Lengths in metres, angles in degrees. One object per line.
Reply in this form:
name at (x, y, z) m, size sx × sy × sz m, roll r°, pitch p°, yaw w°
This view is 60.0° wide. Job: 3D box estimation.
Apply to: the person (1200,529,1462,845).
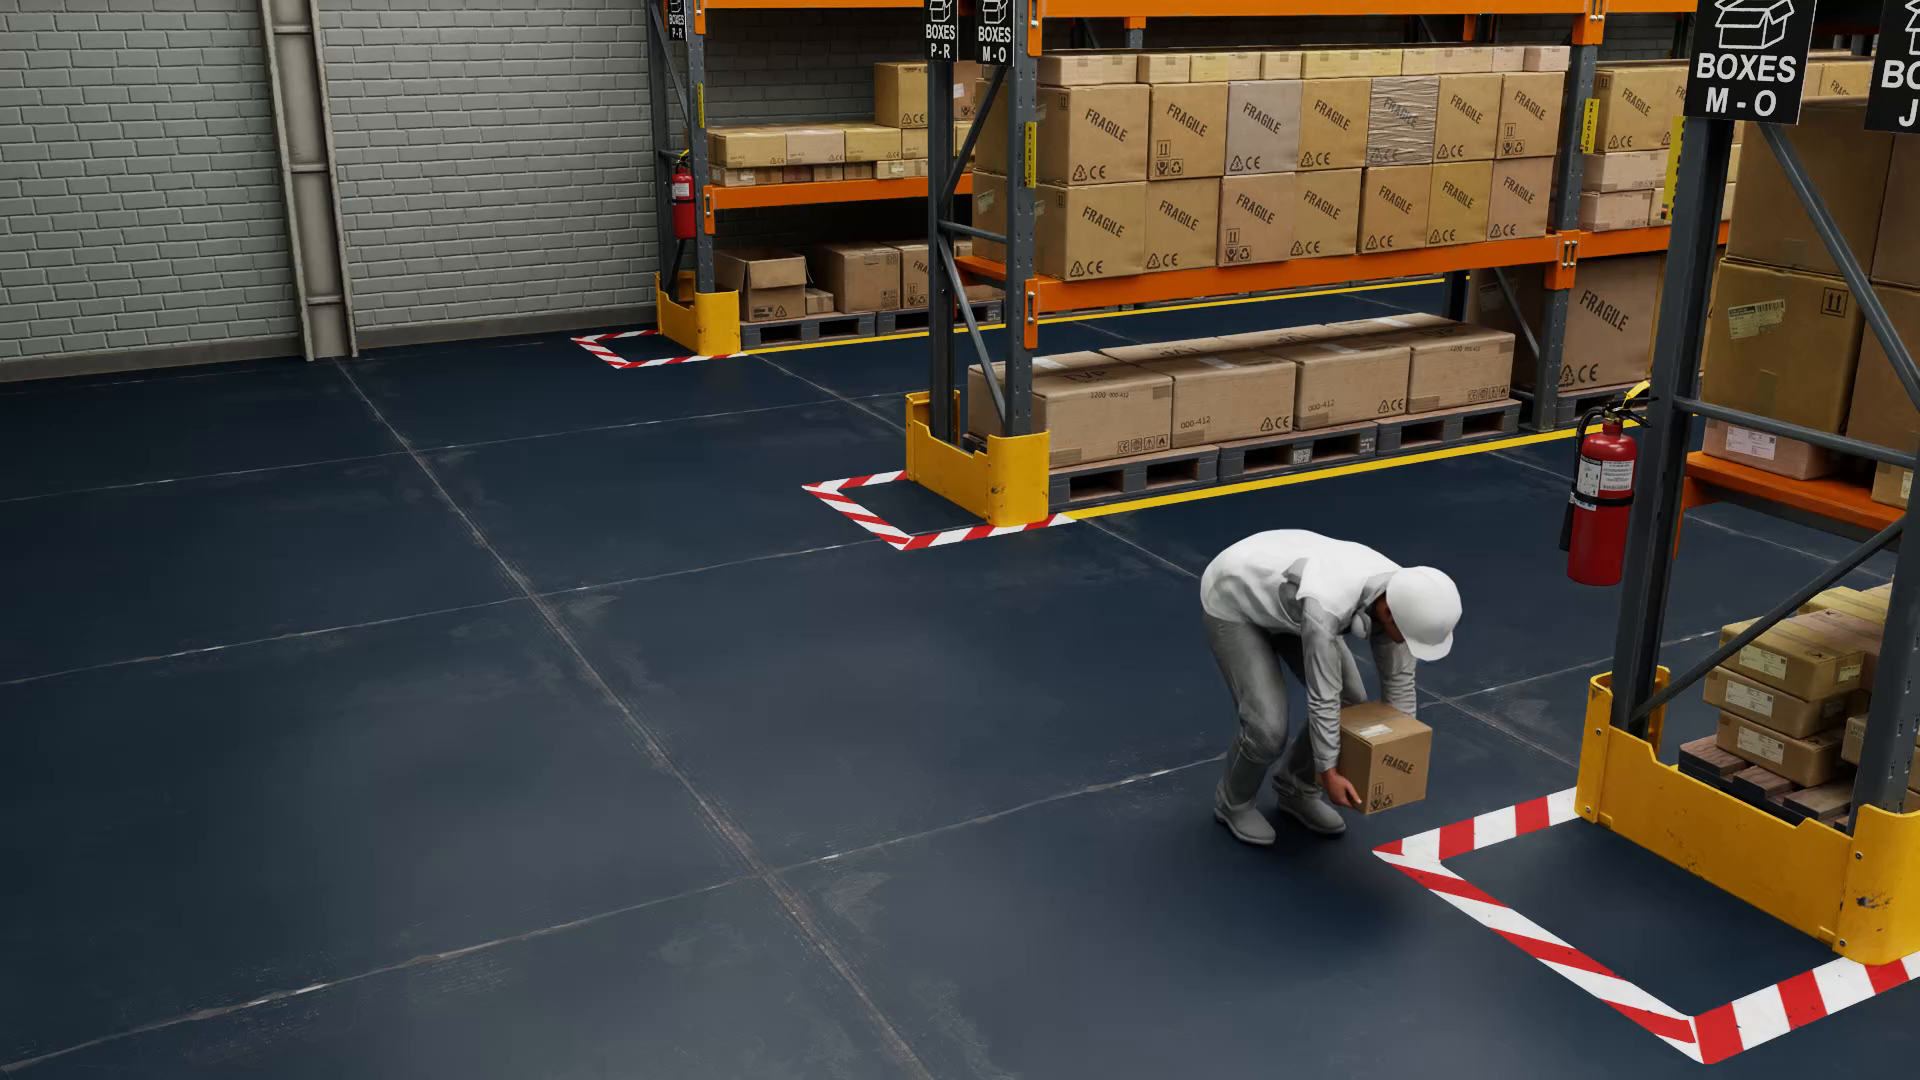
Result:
person at (1.205, 0.515, 5.512) m, size 0.490 × 1.113 × 0.993 m, roll -11°, pitch 21°, yaw -29°
